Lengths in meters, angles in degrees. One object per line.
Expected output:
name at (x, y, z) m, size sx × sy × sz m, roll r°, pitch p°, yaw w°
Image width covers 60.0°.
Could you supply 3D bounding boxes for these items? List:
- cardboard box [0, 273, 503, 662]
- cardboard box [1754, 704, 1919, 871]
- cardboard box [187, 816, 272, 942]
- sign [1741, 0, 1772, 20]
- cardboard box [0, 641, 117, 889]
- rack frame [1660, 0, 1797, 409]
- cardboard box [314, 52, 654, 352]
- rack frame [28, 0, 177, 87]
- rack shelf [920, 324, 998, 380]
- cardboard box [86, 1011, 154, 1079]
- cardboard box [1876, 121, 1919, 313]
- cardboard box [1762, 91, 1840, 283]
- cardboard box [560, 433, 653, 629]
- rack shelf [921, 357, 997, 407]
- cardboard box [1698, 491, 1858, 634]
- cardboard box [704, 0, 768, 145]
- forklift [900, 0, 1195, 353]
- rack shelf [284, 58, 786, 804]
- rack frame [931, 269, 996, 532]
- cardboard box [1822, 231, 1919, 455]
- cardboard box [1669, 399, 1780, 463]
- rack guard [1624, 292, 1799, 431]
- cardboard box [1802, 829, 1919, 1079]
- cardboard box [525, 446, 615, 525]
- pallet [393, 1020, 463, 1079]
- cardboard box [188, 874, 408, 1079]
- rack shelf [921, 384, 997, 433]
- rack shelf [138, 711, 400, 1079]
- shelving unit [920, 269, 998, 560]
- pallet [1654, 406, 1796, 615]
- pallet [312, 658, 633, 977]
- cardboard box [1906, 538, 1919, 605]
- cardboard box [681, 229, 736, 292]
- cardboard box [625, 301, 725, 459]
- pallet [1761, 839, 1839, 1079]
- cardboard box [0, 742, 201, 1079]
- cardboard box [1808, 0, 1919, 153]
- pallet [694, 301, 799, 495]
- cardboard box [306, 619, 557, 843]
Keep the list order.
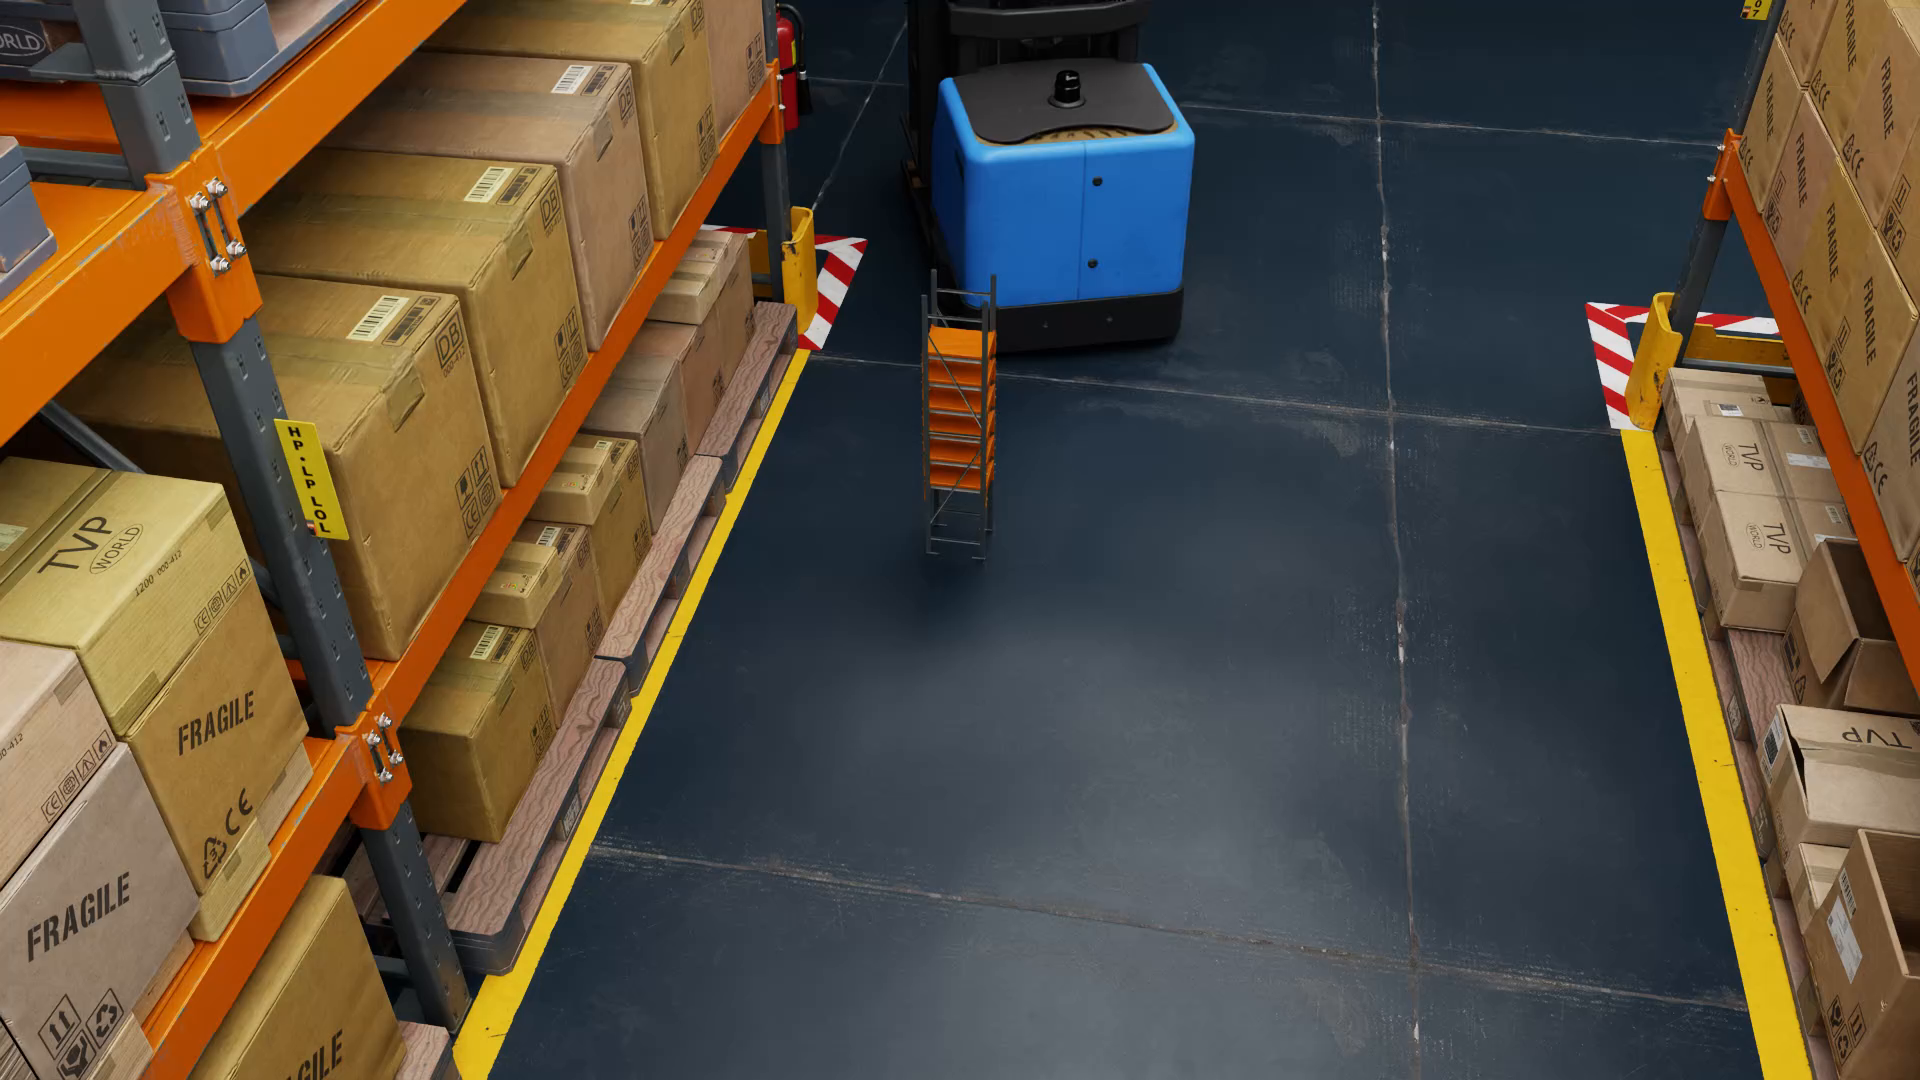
cardboard box at (-1.873, -0.224, 4.431) m, size 0.980 × 0.700 × 0.700 m, roll 7°, pitch 40°, yaw 8°
cardboard box at (2.845, 0.781, 5.216) m, size 0.500 × 0.311 × 0.500 m, roll 6°, pitch 40°, yaw 8°
cardboard box at (-1.783, 0.724, 3.702) m, size 0.380 × 0.149 × 0.250 m, roll 7°, pitch 40°, yaw 8°
sign at (3.054, -2.130, 6.292) m, size 0.100 × 0.325 × 0.005 m, roll 6°, pitch 40°, yaw 8°
cardboard box at (-1.910, 0.422, 2.970) m, size 0.500 × 0.250 × 0.500 m, roll 7°, pitch 40°, yaw 9°
rack frame at (3.589, -1.736, 6.496) m, size 1.000 × 3.000 × 0.127 m, roll 6°, pitch 40°, yaw 8°
cardboard box at (-1.625, -1.139, 5.538) m, size 0.980 × 0.700 × 0.700 m, roll 5°, pitch 40°, yaw 6°
rack frame at (-1.983, -2.082, 2.206) m, size 1.000 × 3.000 × 0.127 m, roll 6°, pitch 40°, yaw 8°
rack shelf at (-0.002, -0.697, 6.156) m, size 0.258 × 0.103 × 0.180 m, roll 6°, pitch 40°, yaw 8°
cardboard box at (-1.860, 1.054, 3.303) m, size 0.380 × 0.149 × 0.250 m, roll 6°, pitch 40°, yaw 8°
cardboard box at (2.991, -0.949, 4.681) m, size 0.500 × 0.500 × 0.500 m, roll 6°, pitch 40°, yaw 7°
cardboard box at (3.168, -1.201, 5.770) m, size 0.500 × 0.500 × 0.500 m, roll 6°, pitch 40°, yaw 7°
cardboard box at (-1.572, -0.063, 6.104) m, size 0.700 × 0.500 × 0.500 m, roll 7°, pitch 40°, yaw 9°
rack shelf at (-0.002, -0.604, 6.232) m, size 0.258 × 0.103 × 0.180 m, roll 6°, pitch 40°, yaw 8°
cardboard box at (3.042, 0.092, 6.098) m, size 0.500 × 0.250 × 0.500 m, roll 6°, pitch 40°, yaw 8°
cardboard box at (-1.369, -2.074, 6.670) m, size 0.980 × 0.700 × 0.700 m, roll 8°, pitch 40°, yaw 10°
forklift at (0.287, -2.927, 7.990) m, size 1.130 × 2.935 × 3.031 m, roll -6°, pitch 40°, yaw -7°
rack shelf at (-1.637, -0.748, 5.865) m, size 1.077 × 0.370 × 4.000 m, roll 6°, pitch 40°, yaw 8°
rack frame at (0.013, -0.511, 6.426) m, size 0.240 × 1.200 × 0.006 m, roll 6°, pitch 40°, yaw 8°
cardboard box at (2.990, -0.573, 5.010) m, size 0.500 × 0.500 × 0.500 m, roll 7°, pitch 40°, yaw 8°
cardboard box at (3.134, -0.432, 6.797) m, size 0.380 × 0.166 × 0.250 m, roll 6°, pitch 40°, yaw 8°
rack guard at (3.575, -0.725, 7.235) m, size 1.175 × 0.500 × 0.348 m, roll 6°, pitch 40°, yaw 8°
cardboard box at (2.716, 1.179, 4.586) m, size 0.500 × 0.500 × 0.500 m, roll 6°, pitch 40°, yaw 8°
cardboard box at (-1.424, -0.199, 5.759) m, size 0.380 × 0.149 × 0.250 m, roll 5°, pitch 40°, yaw 6°
pallet at (-2.043, 1.798, 4.410) m, size 1.003 × 0.211 × 1.213 m, roll 6°, pitch 40°, yaw 8°
cardboard box at (-1.968, 1.319, 4.158) m, size 0.750 × 0.750 × 0.750 m, roll 7°, pitch 40°, yaw 8°
rack shelf at (-0.002, -0.512, 6.309) m, size 0.258 × 0.103 × 0.180 m, roll 6°, pitch 40°, yaw 8°
rack shelf at (-2.329, 1.763, 2.828) m, size 1.077 × 0.370 × 4.000 m, roll 6°, pitch 40°, yaw 8°
shelving unit at (-0.002, -0.453, 6.357) m, size 0.258 × 1.200 × 0.189 m, roll 6°, pitch 40°, yaw 8°
pallet at (3.438, -0.113, 6.721) m, size 1.003 × 0.211 × 1.213 m, roll 6°, pitch 40°, yaw 8°
pallet at (-1.775, 0.836, 5.573) m, size 1.003 × 0.211 × 1.213 m, roll 6°, pitch 40°, yaw 8°
cardboard box at (2.818, 0.070, 4.233) m, size 0.500 × 0.500 × 0.500 m, roll 7°, pitch 40°, yaw 9°
cardboard box at (-1.156, -1.177, 6.943) m, size 0.380 × 0.149 × 0.250 m, roll 6°, pitch 40°, yaw 7°
cardboard box at (-1.400, -0.714, 6.892) m, size 0.700 × 0.500 × 0.500 m, roll 6°, pitch 40°, yaw 8°
pallet at (3.016, 1.418, 4.869) m, size 1.003 × 0.211 × 1.213 m, roll 6°, pitch 40°, yaw 8°
cardboard box at (-1.893, 0.708, 3.212) m, size 0.500 × 0.500 × 0.500 m, roll 7°, pitch 40°, yaw 8°
cardboard box at (3.169, -1.582, 5.446) m, size 0.500 × 0.500 × 0.500 m, roll 7°, pitch 40°, yaw 8°
pallet at (-1.352, -0.695, 7.425) m, size 1.003 × 0.211 × 1.213 m, roll 6°, pitch 40°, yaw 8°
cardboard box at (-1.753, 0.574, 5.334) m, size 0.700 × 0.500 × 0.500 m, roll 7°, pitch 40°, yaw 8°
